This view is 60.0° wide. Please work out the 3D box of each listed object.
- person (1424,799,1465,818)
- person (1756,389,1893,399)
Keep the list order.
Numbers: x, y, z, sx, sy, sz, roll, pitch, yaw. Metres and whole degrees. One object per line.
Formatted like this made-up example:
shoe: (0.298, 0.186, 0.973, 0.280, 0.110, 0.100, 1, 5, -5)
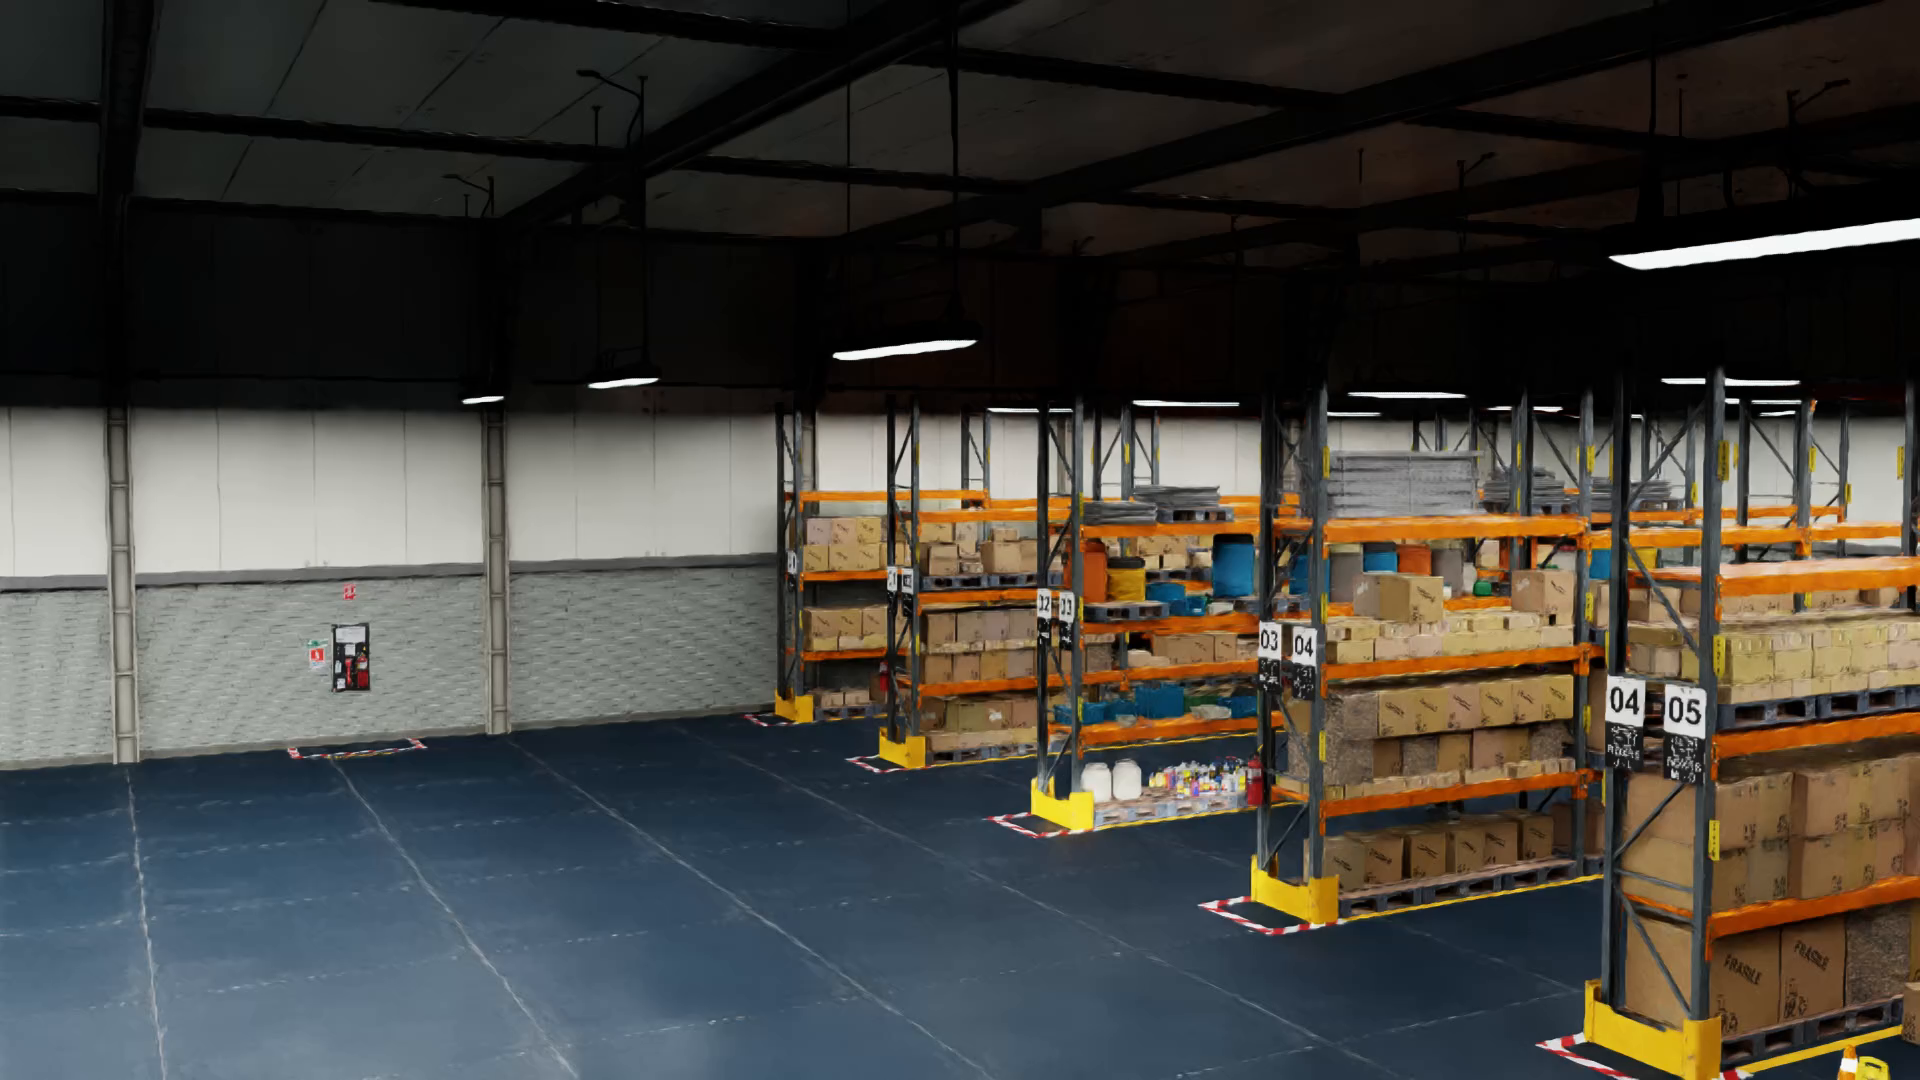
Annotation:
person: (6.764, 2.990, 23.195, 0.546, 1.733, 0.688, -2, 4, -29)
person: (11.035, 0.518, 29.409, 6.515, 5.843, 13.879, -2, 4, -25)
